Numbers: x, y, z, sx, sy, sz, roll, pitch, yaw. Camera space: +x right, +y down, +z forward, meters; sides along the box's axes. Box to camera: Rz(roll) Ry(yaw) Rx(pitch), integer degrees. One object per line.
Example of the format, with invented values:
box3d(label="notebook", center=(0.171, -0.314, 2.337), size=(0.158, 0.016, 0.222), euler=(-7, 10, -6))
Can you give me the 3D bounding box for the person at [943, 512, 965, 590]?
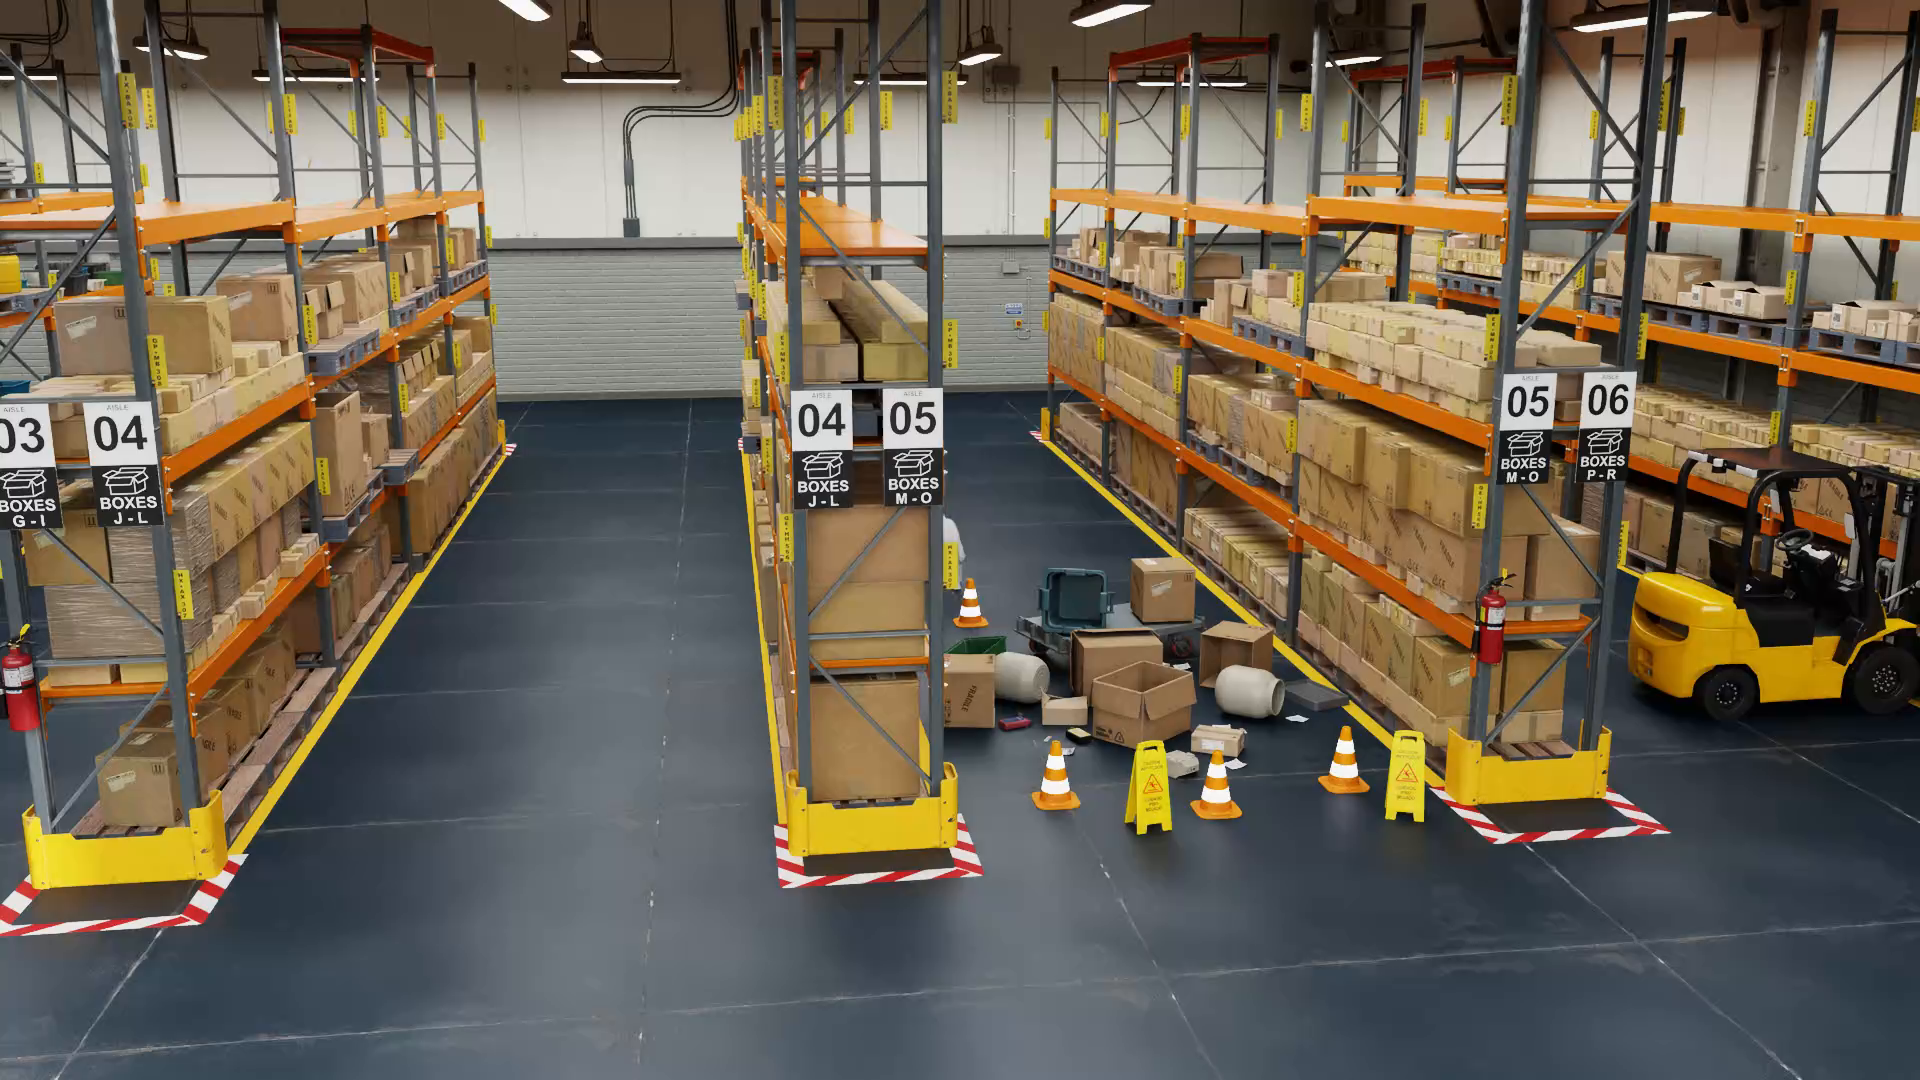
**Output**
box3d(label="person", center=(-0.189, 0.098, 18.443), size=(0.481, 0.824, 0.800), euler=(-2, 13, -9))
